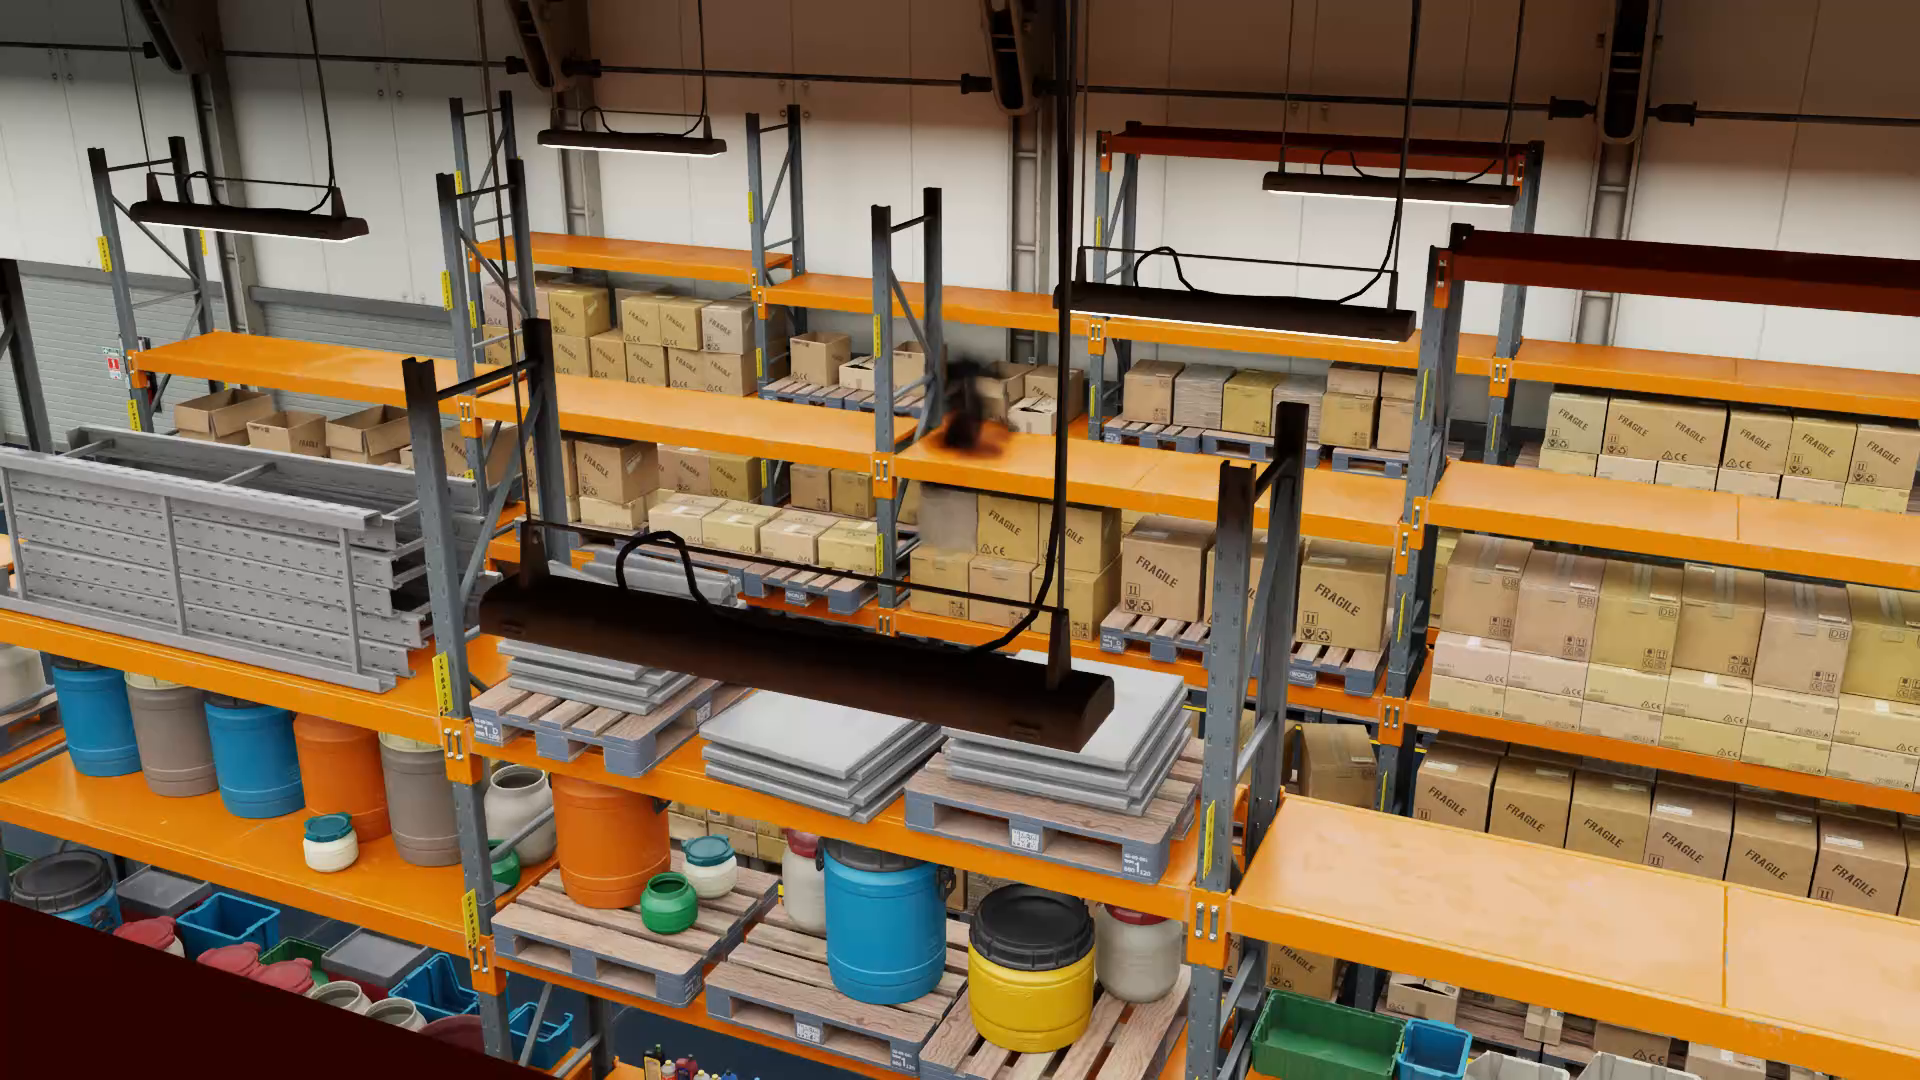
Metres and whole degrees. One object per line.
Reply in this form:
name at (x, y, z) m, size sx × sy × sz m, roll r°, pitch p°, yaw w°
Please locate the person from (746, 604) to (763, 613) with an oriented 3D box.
person at (-2.361, 1.147, 17.340) m, size 0.756 × 1.725 × 0.546 m, roll 6°, pitch 21°, yaw 16°
